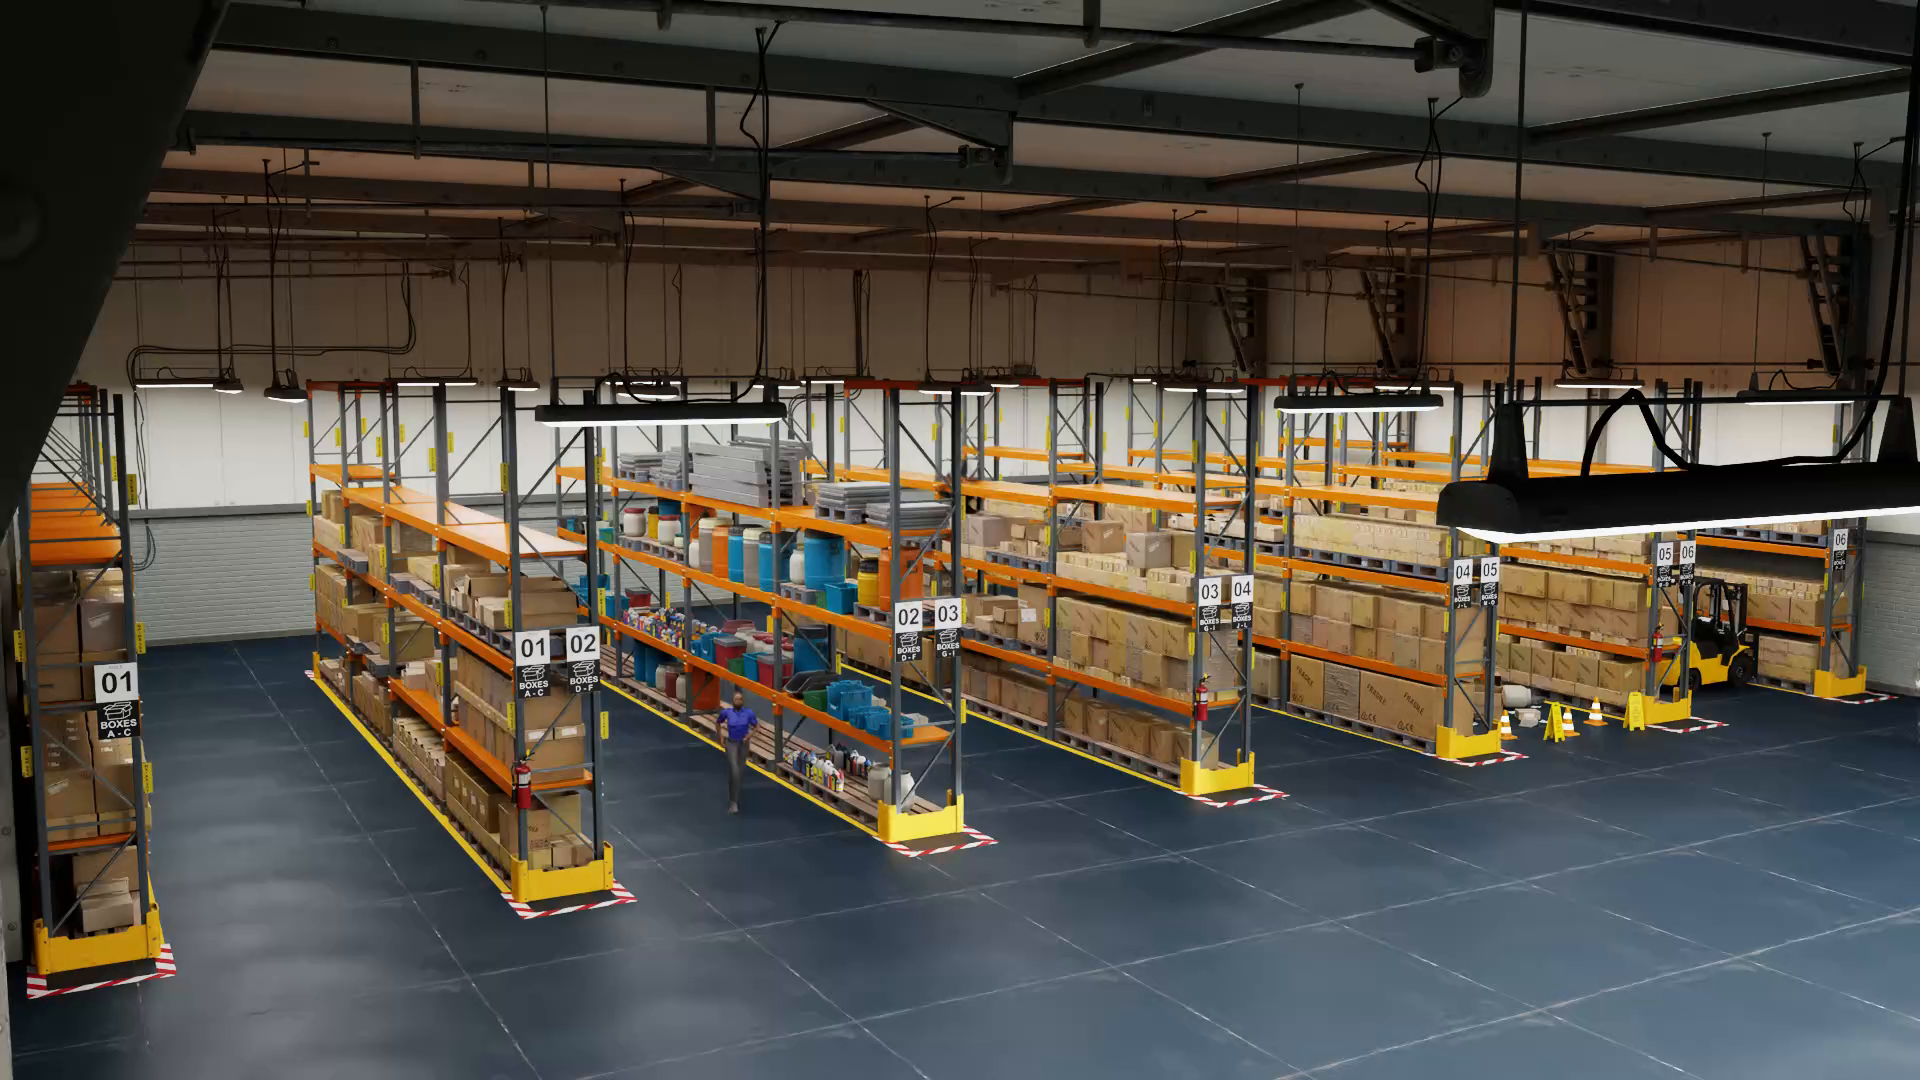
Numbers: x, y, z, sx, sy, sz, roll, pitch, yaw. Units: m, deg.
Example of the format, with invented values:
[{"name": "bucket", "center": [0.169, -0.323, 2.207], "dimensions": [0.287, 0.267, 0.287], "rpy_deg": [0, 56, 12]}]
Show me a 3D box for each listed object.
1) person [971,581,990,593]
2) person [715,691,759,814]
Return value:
[{"name": "person", "center": [0.539, 1.005, 42.078], "dimensions": [0.503, 1.728, 0.732], "rpy_deg": [1, 6, 11]}, {"name": "person", "center": [-3.174, 2.989, 23.785], "dimensions": [0.588, 1.701, 0.797], "rpy_deg": [-3, 7, -22]}]
